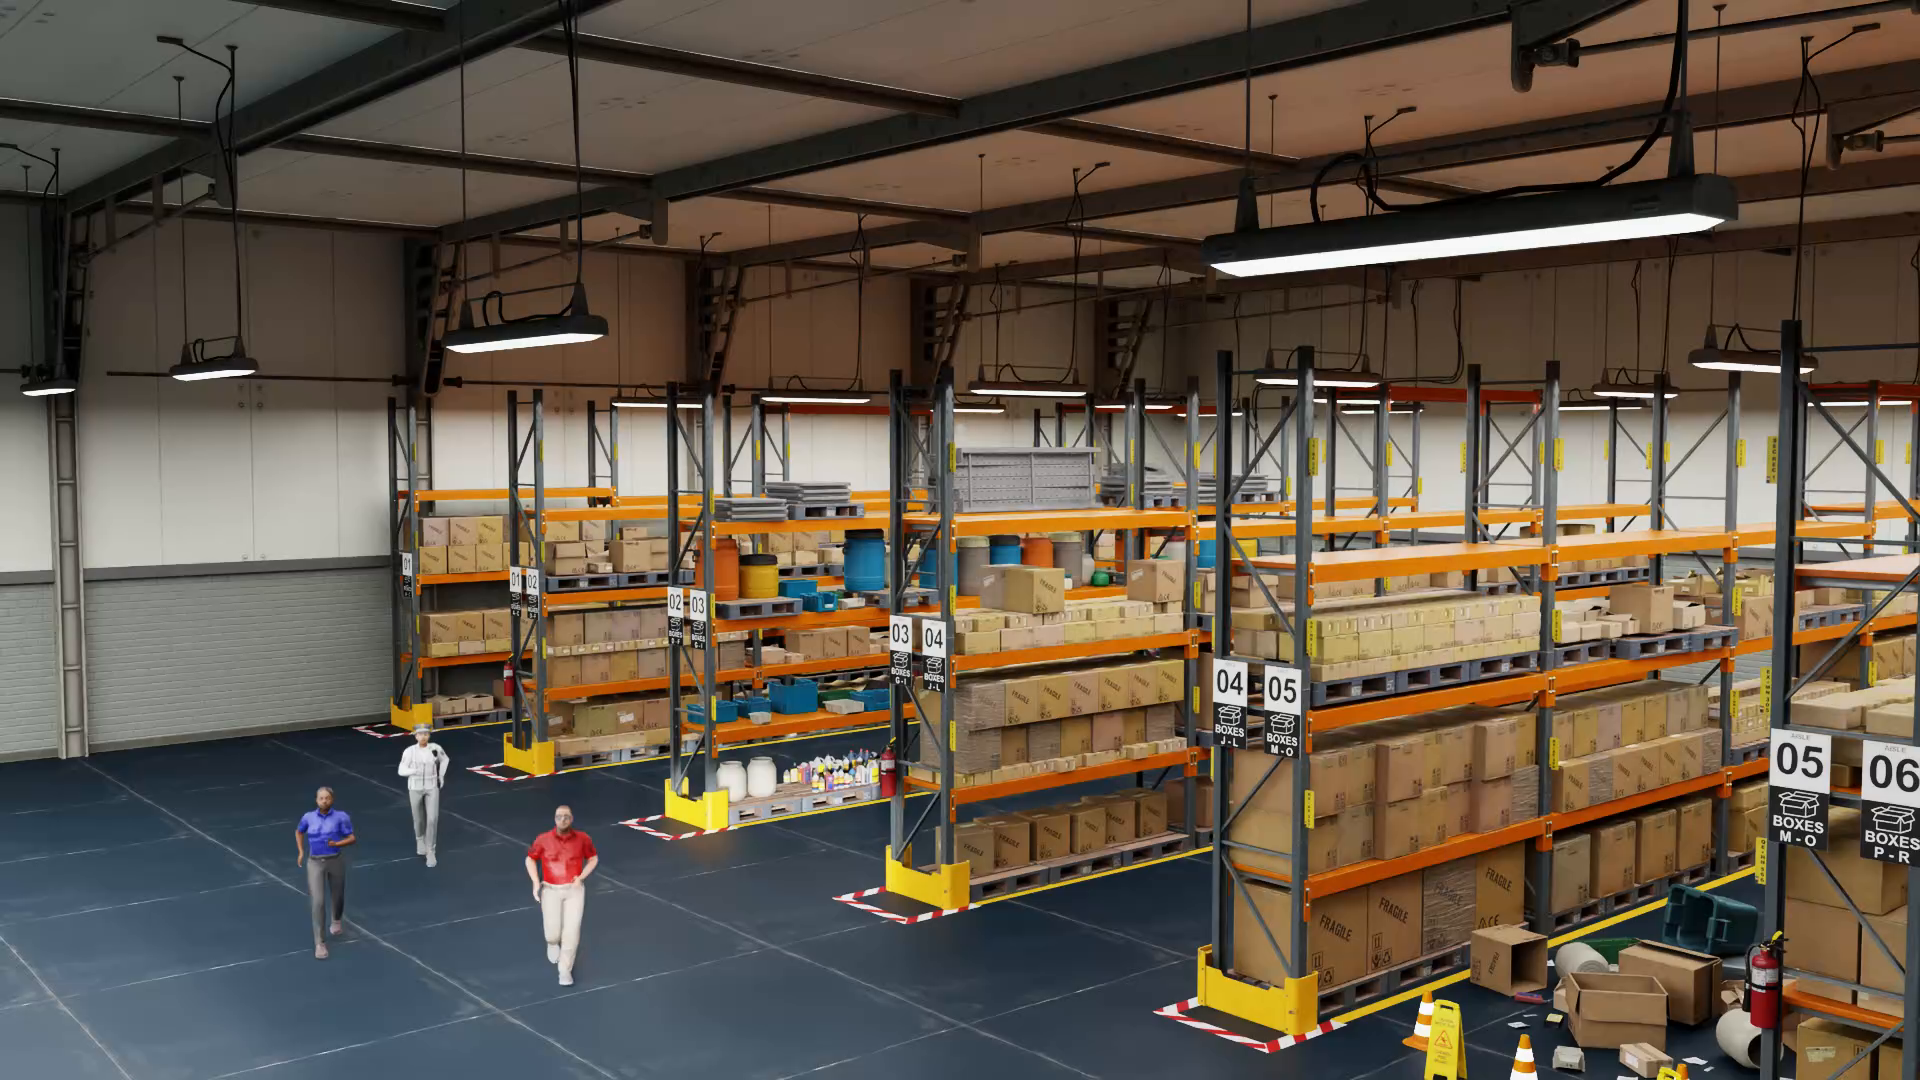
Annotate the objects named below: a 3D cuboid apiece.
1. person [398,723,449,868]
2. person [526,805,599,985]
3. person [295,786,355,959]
[{"bbox_3d":[-6.608,3.105,20.512,0.600,1.725,0.784,-1,4,-18],"label":"person"},{"bbox_3d":[-3.823,3.390,16.018,0.679,1.671,0.619,-1,3,-17],"label":"person"},{"bbox_3d":[-6.458,3.335,16.935,0.575,1.628,0.941,-1,4,-20],"label":"person"}]
